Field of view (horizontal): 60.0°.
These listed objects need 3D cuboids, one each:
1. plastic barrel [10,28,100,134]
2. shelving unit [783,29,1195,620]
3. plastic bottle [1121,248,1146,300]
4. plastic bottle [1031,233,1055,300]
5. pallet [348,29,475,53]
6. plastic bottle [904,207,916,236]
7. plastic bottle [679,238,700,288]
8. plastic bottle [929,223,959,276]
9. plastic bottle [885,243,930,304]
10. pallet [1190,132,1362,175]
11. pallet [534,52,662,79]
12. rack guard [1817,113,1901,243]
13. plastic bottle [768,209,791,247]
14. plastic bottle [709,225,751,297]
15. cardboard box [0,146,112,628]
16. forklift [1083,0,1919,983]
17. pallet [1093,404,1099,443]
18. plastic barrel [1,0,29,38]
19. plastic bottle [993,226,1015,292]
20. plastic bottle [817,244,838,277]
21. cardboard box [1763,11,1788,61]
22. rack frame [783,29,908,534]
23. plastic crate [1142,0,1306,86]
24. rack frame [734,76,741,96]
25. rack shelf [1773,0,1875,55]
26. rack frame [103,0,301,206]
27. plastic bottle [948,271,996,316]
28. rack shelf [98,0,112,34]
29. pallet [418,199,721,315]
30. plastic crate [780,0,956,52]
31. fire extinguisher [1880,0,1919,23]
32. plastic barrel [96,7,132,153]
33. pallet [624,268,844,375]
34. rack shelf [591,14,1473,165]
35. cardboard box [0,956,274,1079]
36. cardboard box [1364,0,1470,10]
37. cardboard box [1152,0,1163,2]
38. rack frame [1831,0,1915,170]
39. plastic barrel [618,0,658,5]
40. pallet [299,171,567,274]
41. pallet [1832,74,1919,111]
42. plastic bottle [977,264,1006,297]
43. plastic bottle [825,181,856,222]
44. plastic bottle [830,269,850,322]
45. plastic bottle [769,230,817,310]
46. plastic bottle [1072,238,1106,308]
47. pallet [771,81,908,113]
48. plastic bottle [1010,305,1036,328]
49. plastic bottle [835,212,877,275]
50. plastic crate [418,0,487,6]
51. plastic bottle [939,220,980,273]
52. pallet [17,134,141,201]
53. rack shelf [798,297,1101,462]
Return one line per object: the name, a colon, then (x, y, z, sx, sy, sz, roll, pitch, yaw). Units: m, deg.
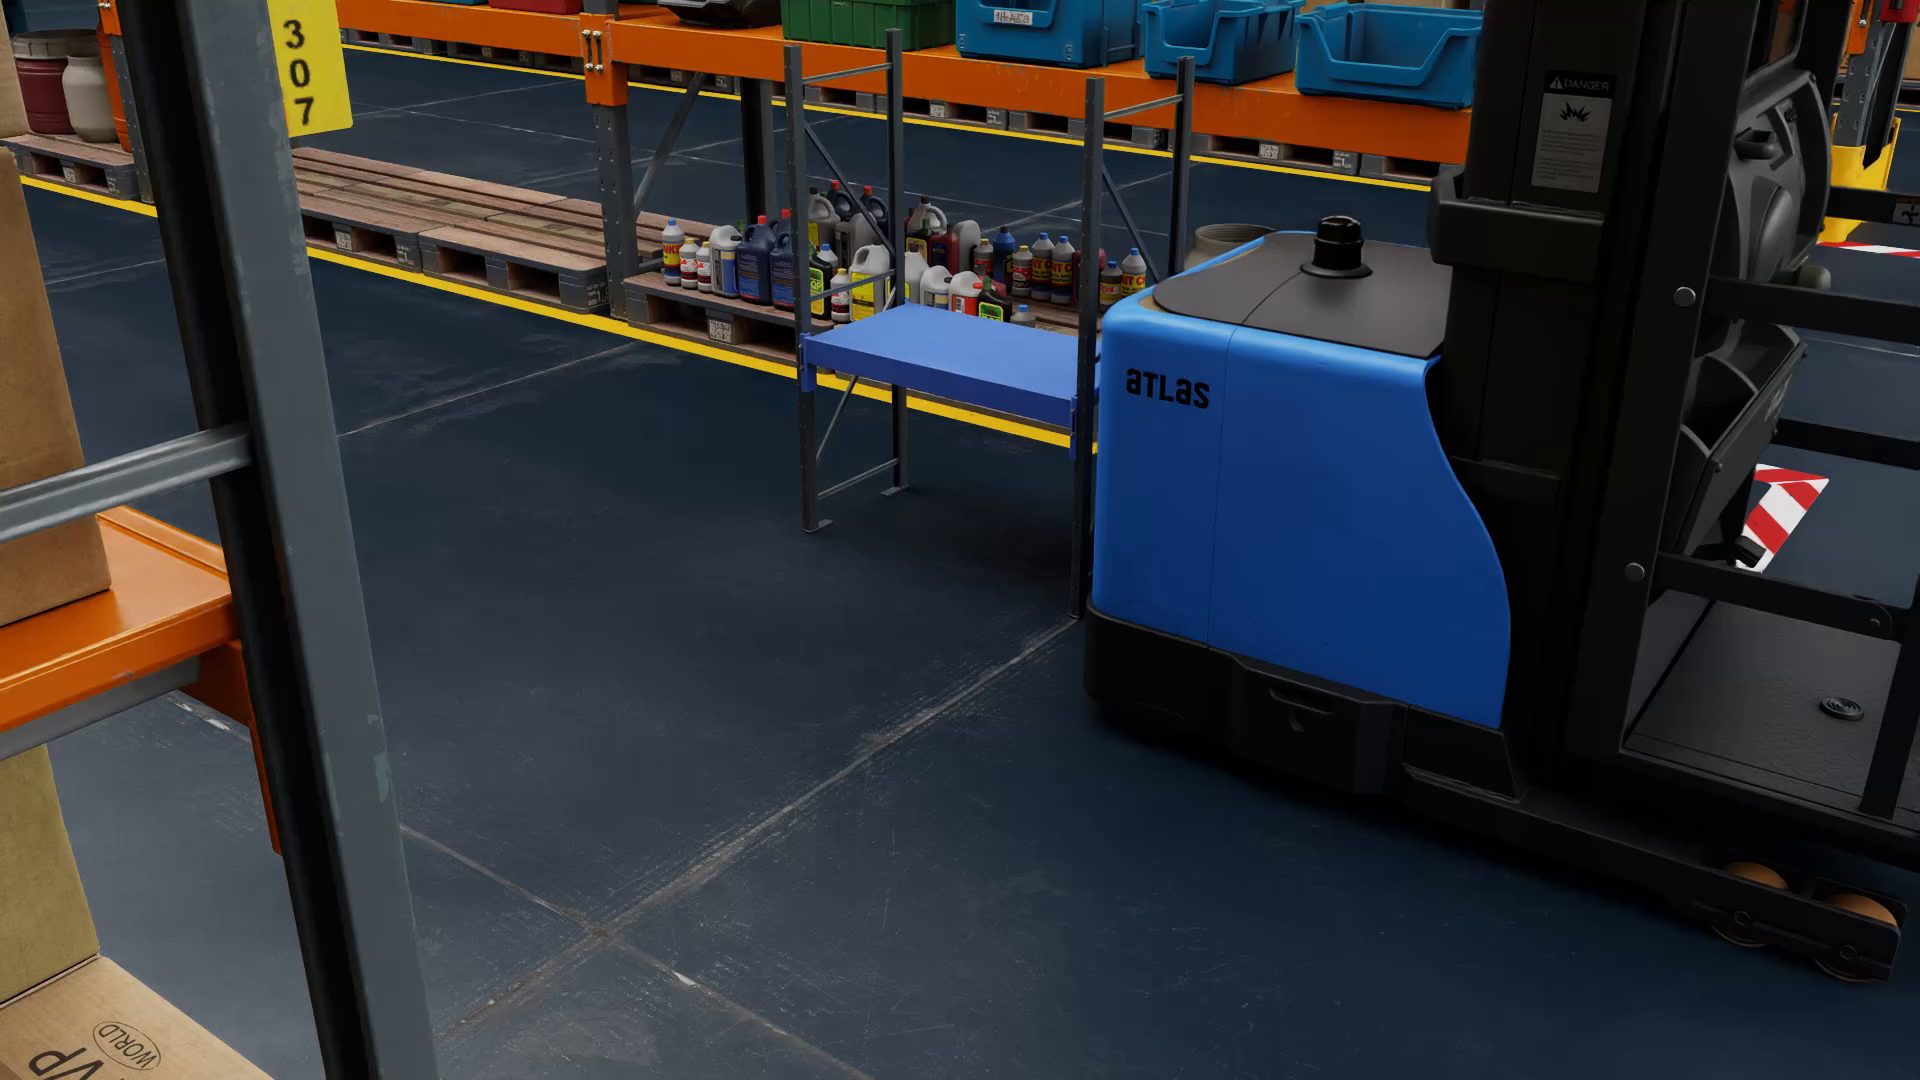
plastic barrel: (-5.740, -2.963, 10.725, 0.708, 0.588, 0.600, 17, 29, 33)
shelving unit: (0.068, -0.666, 4.901, 1.048, 1.500, 0.538, 17, 29, 33)
plastic bottle: (0.703, -1.046, 6.742, 0.097, 0.271, 0.097, 0, 24, 0)
plastic bottle: (0.349, -1.153, 6.985, 0.097, 0.271, 0.097, 0, 24, 0)
pallet: (-5.226, -4.987, 16.307, 1.213, 0.211, 1.003, 17, 29, 33)
plastic bottle: (-0.236, -1.345, 7.405, 0.133, 0.283, 0.061, 19, 30, 37)
plastic bottle: (-1.160, -1.199, 7.177, 0.097, 0.201, 0.097, 0, 24, 0)
plastic bottle: (-0.069, -1.217, 7.116, 0.133, 0.283, 0.061, 17, 29, 33)
plastic bottle: (-0.196, -0.988, 6.512, 0.185, 0.351, 0.144, 18, 30, 35)
pallet: (2.296, -2.692, 11.099, 1.213, 0.211, 1.003, 17, 29, 33)
pallet: (-3.021, -4.321, 14.795, 1.213, 0.211, 1.003, 17, 29, 33)
rack guard: (4.877, -2.027, 9.230, 0.348, 0.500, 1.175, 17, 29, 33)
plastic bottle: (-0.750, -1.228, 7.057, 0.185, 0.351, 0.144, 17, 29, 33)
plastic bottle: (-0.966, -1.189, 7.060, 0.135, 0.276, 0.152, 18, 30, 35)
cardboard box: (-1.372, -0.120, 1.678, 0.500, 0.500, 0.700, 17, 29, 33)
forklift: (1.814, -0.716, 3.239, 3.031, 2.935, 1.130, 16, 28, 31)
pallet: (1.231, -0.480, 6.077, 1.213, 0.211, 1.003, 17, 29, 33)
plastic barrel: (-6.643, -3.380, 11.282, 0.708, 0.901, 0.600, 17, 29, 33)
plastic bottle: (0.187, -1.202, 7.096, 0.097, 0.271, 0.097, 0, 24, 0)
plastic bottle: (-0.545, -1.076, 6.810, 0.097, 0.271, 0.097, 0, 24, 0)
cardboard box: (6.706, -4.303, 13.410, 0.875, 0.875, 0.875, 16, 29, 32)
rack frame: (-0.339, -0.789, 5.180, 0.032, 1.500, 0.500, 17, 29, 33)
plastic crate: (0.871, -1.670, 5.503, 0.408, 0.251, 0.499, 17, 29, 33)
rack frame: (-1.464, -5.087, 13.075, 0.127, 3.000, 1.000, 17, 29, 33)
rack shelf: (3.337, -3.307, 9.927, 4.000, 0.370, 1.077, 17, 29, 33)
rack frame: (-4.434, -3.489, 9.448, 0.127, 3.000, 1.000, 17, 29, 33)
plastic bottle: (0.050, -0.882, 6.363, 0.135, 0.276, 0.152, 17, 29, 34)
rack shelf: (-6.035, -3.643, 10.691, 4.000, 0.370, 1.077, 17, 29, 33)
pallet: (-1.885, -1.423, 8.217, 1.213, 0.211, 1.003, 17, 29, 33)
plastic crate: (-0.317, -2.005, 6.344, 0.662, 0.188, 0.450, 17, 29, 33)
fire extinguisher: (4.753, -2.941, 8.300, 0.183, 0.674, 0.296, 17, 29, 33)
plastic barrel: (-4.836, -2.801, 10.057, 0.708, 0.830, 0.600, 17, 29, 33)
pallet: (-0.721, -1.070, 7.416, 1.213, 0.211, 1.003, 17, 29, 33)
rack shelf: (0.367, -1.709, 6.300, 4.000, 0.370, 1.077, 17, 29, 33)
cardboard box: (-1.302, 0.908, 2.359, 0.500, 0.250, 0.500, 17, 29, 33)
cardboard box: (4.242, -4.979, 15.100, 0.750, 0.750, 1.050, 17, 29, 33)
cardboard box: (2.025, -5.649, 16.620, 0.750, 0.750, 1.050, 16, 29, 33)
rack frame: (4.938, -3.152, 8.684, 0.127, 3.000, 1.000, 17, 29, 33)
plastic barrel: (-1.361, -2.942, 7.585, 0.708, 0.901, 0.600, 17, 29, 33)
pallet: (-2.866, -1.718, 8.887, 1.213, 0.211, 1.003, 17, 29, 33)
pallet: (7.307, -3.620, 13.205, 1.213, 0.211, 1.003, 17, 29, 33)
plastic bottle: (0.113, -0.919, 6.440, 0.133, 0.283, 0.061, 17, 29, 33)
plastic bottle: (-0.545, -1.448, 7.556, 0.185, 0.351, 0.144, 16, 28, 32)
plastic bottle: (-0.473, -0.992, 6.705, 0.097, 0.201, 0.097, 0, 24, 0)
plastic bottle: (-0.685, -1.136, 6.848, 0.185, 0.351, 0.144, 15, 28, 31)
plastic bottle: (0.533, -1.112, 6.877, 0.133, 0.283, 0.061, 17, 29, 34)
pallet: (-0.839, -3.621, 13.207, 1.213, 0.211, 1.003, 17, 29, 33)
plastic bottle: (0.235, -0.778, 6.220, 0.097, 0.201, 0.097, 0, 24, 0)
plastic bottle: (-0.460, -1.313, 7.343, 0.135, 0.276, 0.152, 17, 29, 33)
plastic crate: (-2.303, -2.681, 7.634, 0.575, 0.384, 0.392, 17, 29, 33)
plastic bottle: (-0.006, -1.249, 7.196, 0.135, 0.276, 0.152, 17, 29, 34)
pallet: (-5.090, -2.390, 10.412, 1.213, 0.211, 1.003, 17, 29, 33)
rack shelf: (0.068, -0.501, 4.973, 1.000, 0.185, 0.538, 17, 29, 33)
